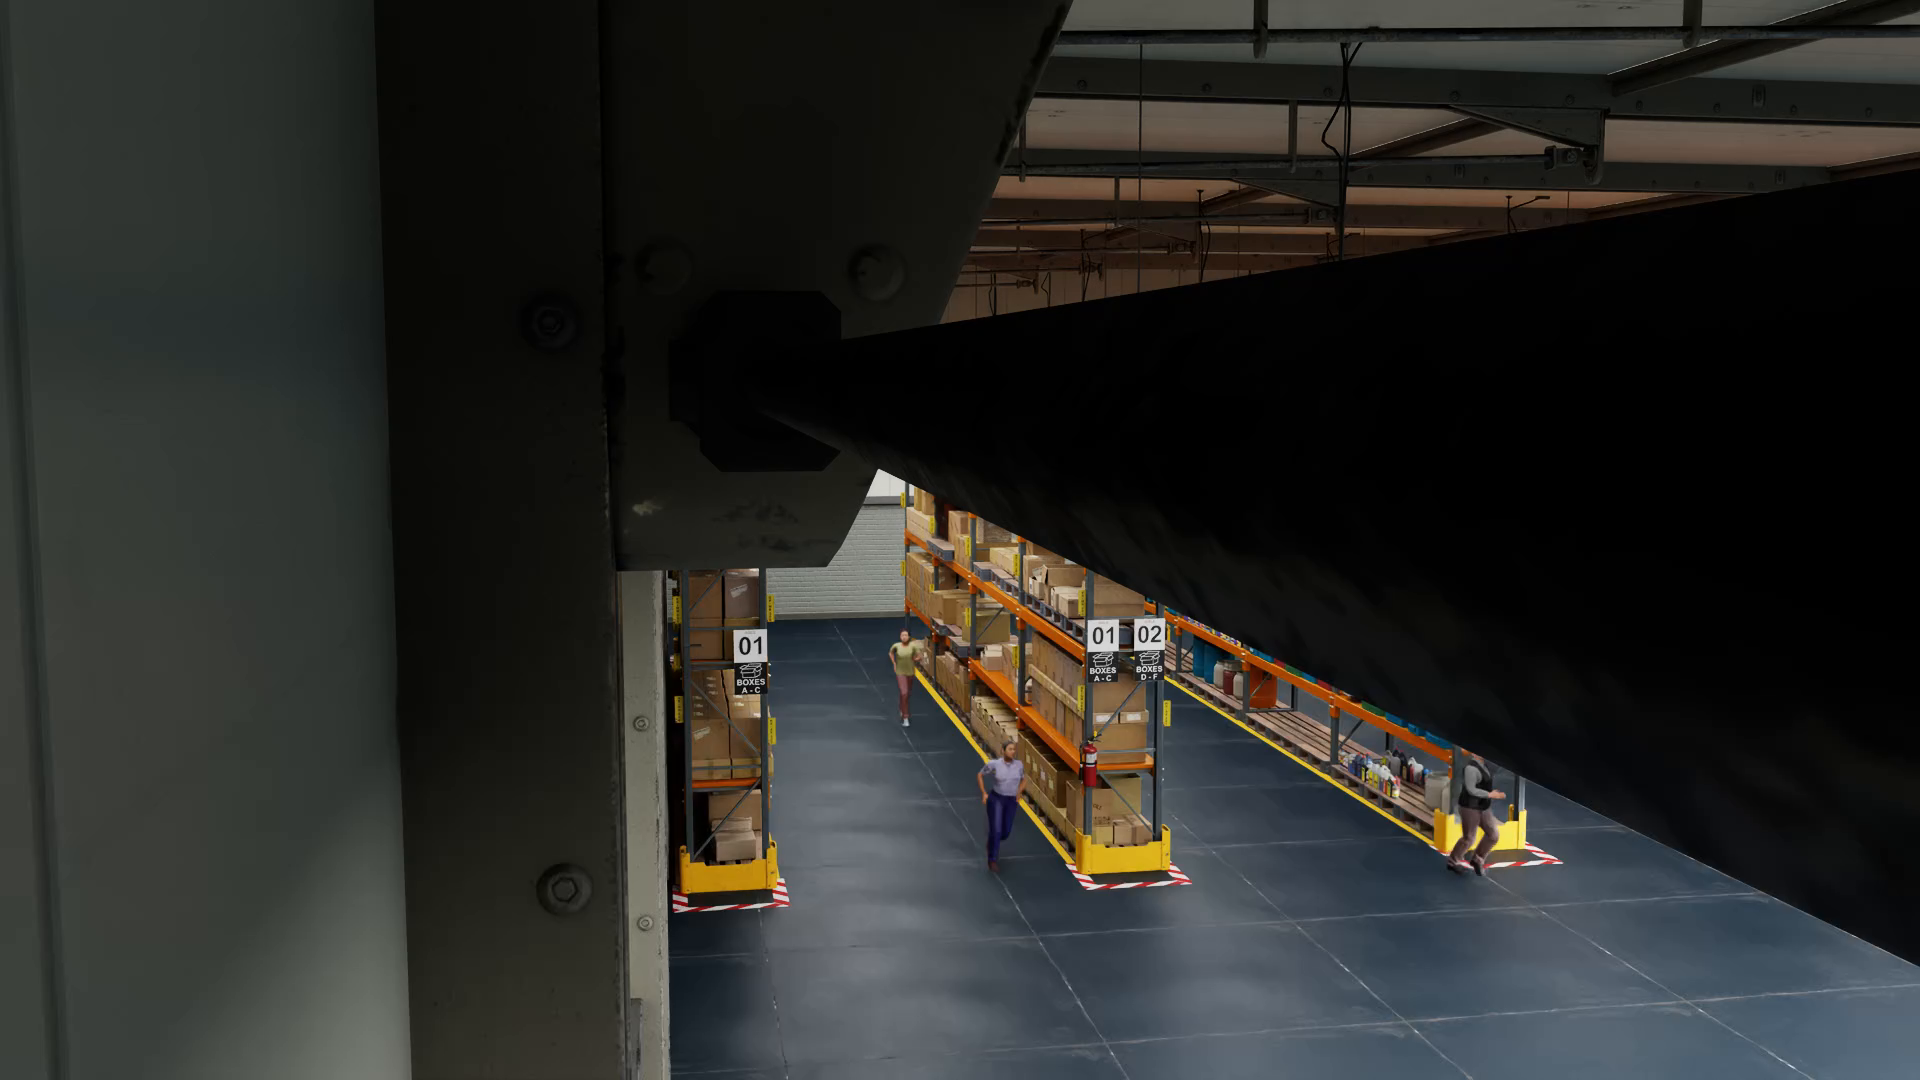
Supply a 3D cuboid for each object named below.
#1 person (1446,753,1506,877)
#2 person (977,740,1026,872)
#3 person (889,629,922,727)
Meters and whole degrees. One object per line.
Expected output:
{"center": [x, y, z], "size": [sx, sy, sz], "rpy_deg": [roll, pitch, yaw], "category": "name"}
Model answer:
{"center": [6.420, 3.364, 20.621], "size": [0.722, 1.779, 0.669], "rpy_deg": [5, 7, 37], "category": "person"}
{"center": [0.545, 3.358, 21.230], "size": [0.645, 1.625, 0.716], "rpy_deg": [-2, 6, -17], "category": "person"}
{"center": [-0.955, 2.420, 29.701], "size": [0.555, 1.701, 0.880], "rpy_deg": [-1, 6, -13], "category": "person"}
